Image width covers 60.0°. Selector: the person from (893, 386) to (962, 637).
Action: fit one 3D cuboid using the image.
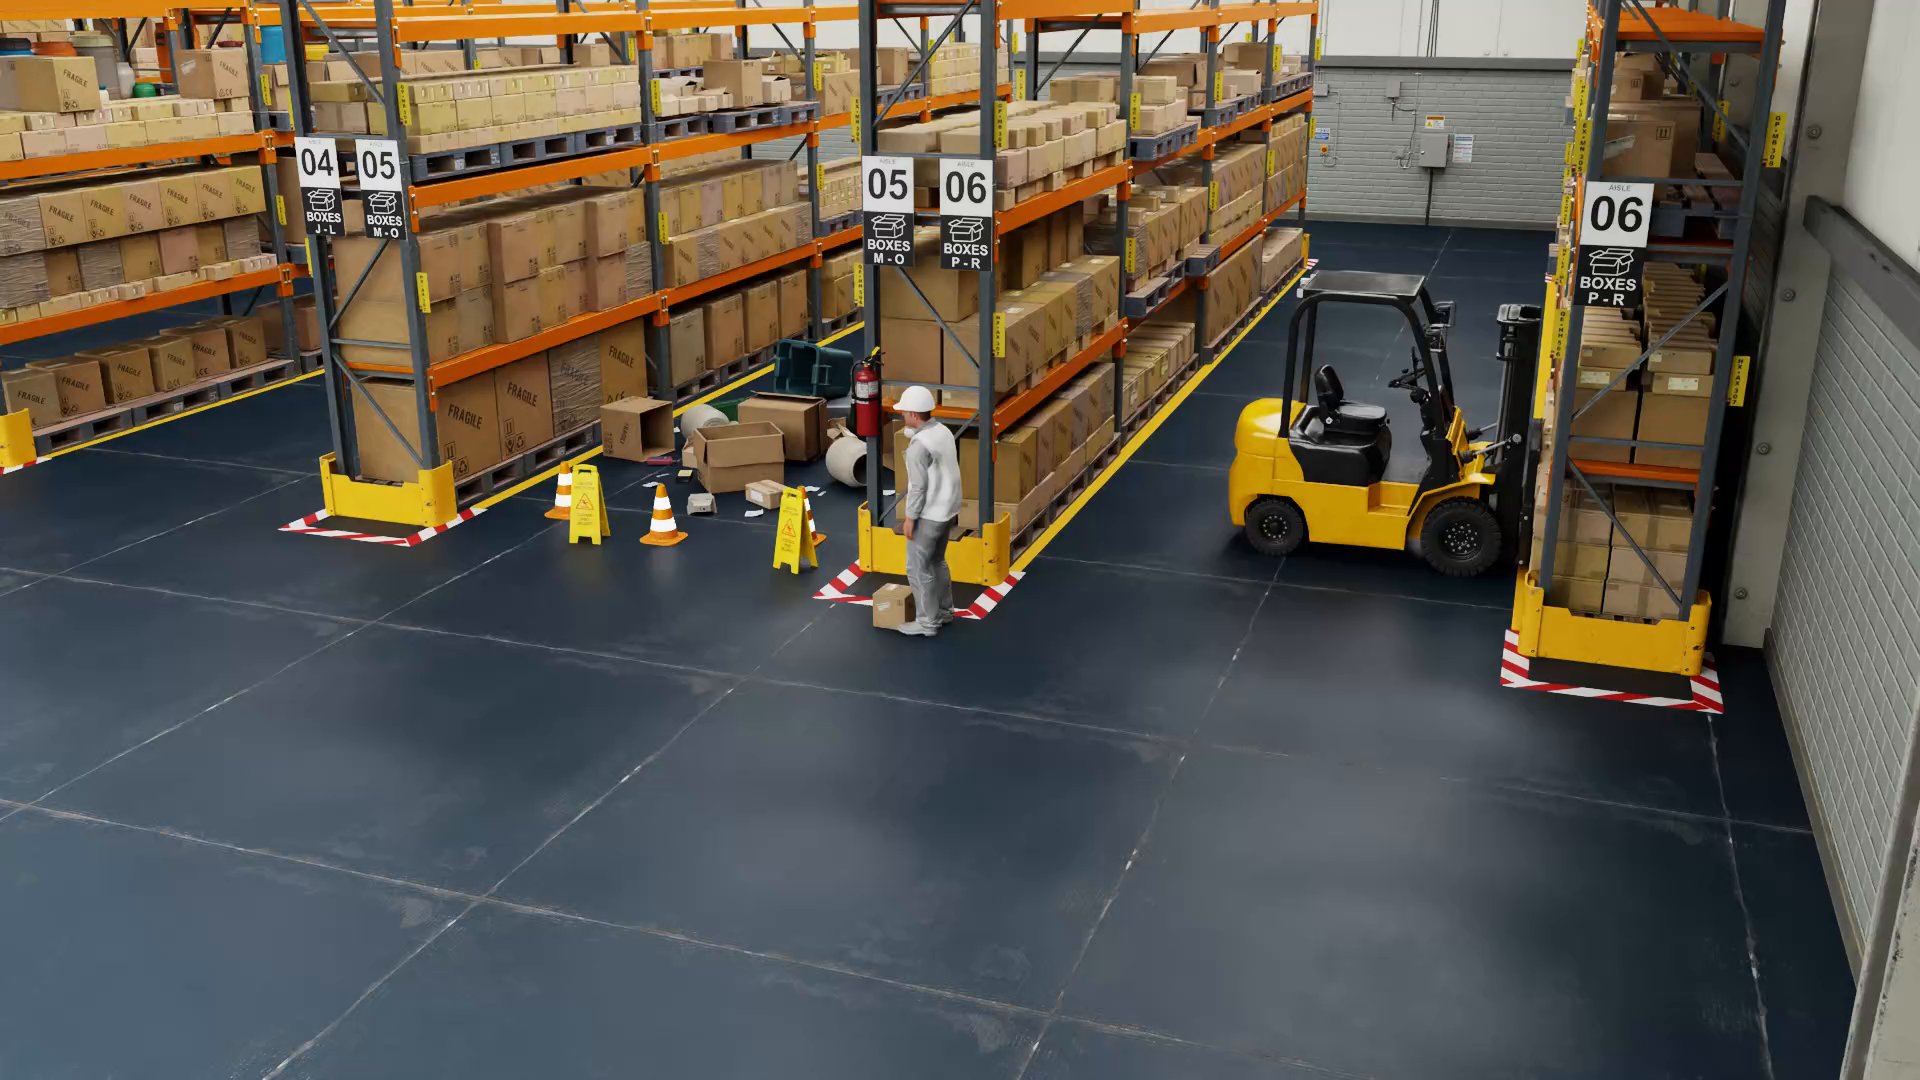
[{"bbox_3d":[-0.228,-0.209,11.643,0.466,1.771,0.585,8,20,22],"label":"person"}]
